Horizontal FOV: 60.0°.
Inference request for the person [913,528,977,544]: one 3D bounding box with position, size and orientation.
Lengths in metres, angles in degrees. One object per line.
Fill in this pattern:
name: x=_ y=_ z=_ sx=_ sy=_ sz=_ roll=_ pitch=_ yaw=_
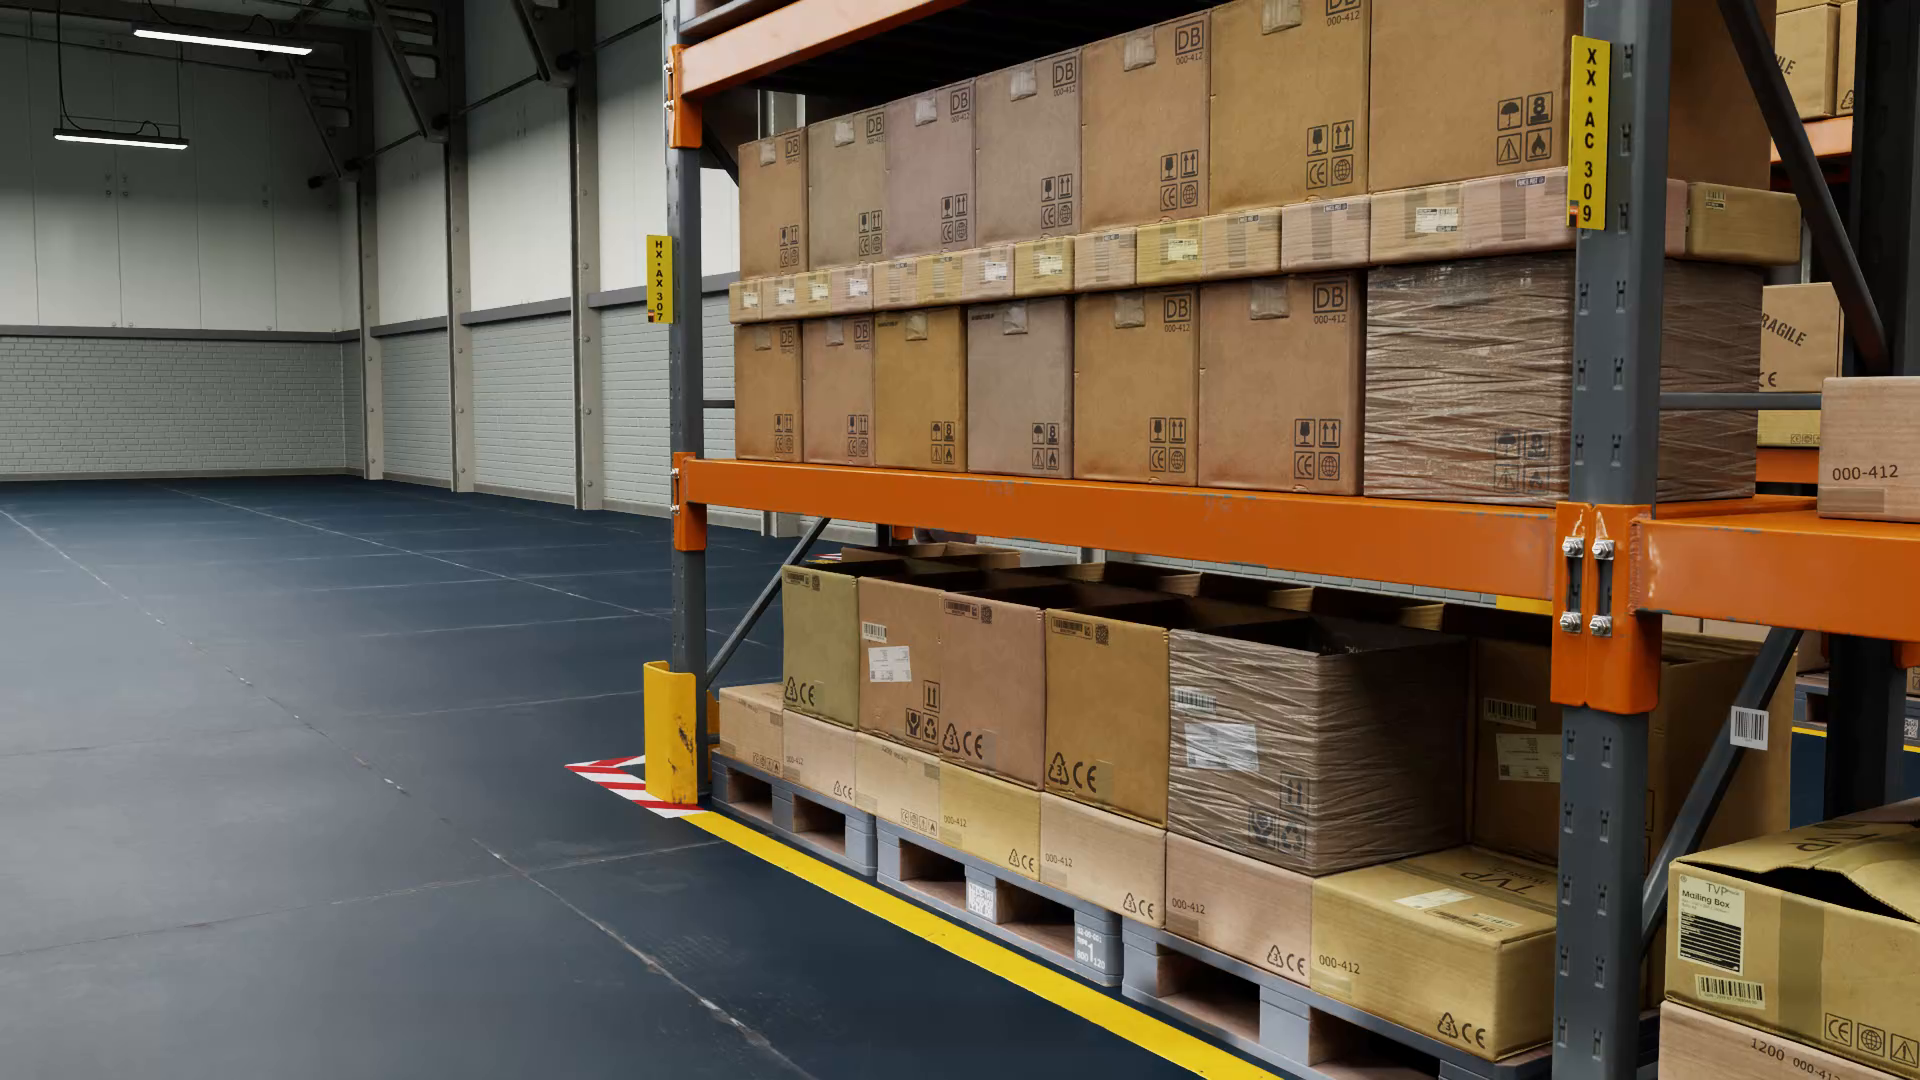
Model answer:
person: x=-0.101 y=-0.109 z=9.414 sx=0.355 sy=1.716 sz=0.534 roll=-3 pitch=5 yaw=-33
